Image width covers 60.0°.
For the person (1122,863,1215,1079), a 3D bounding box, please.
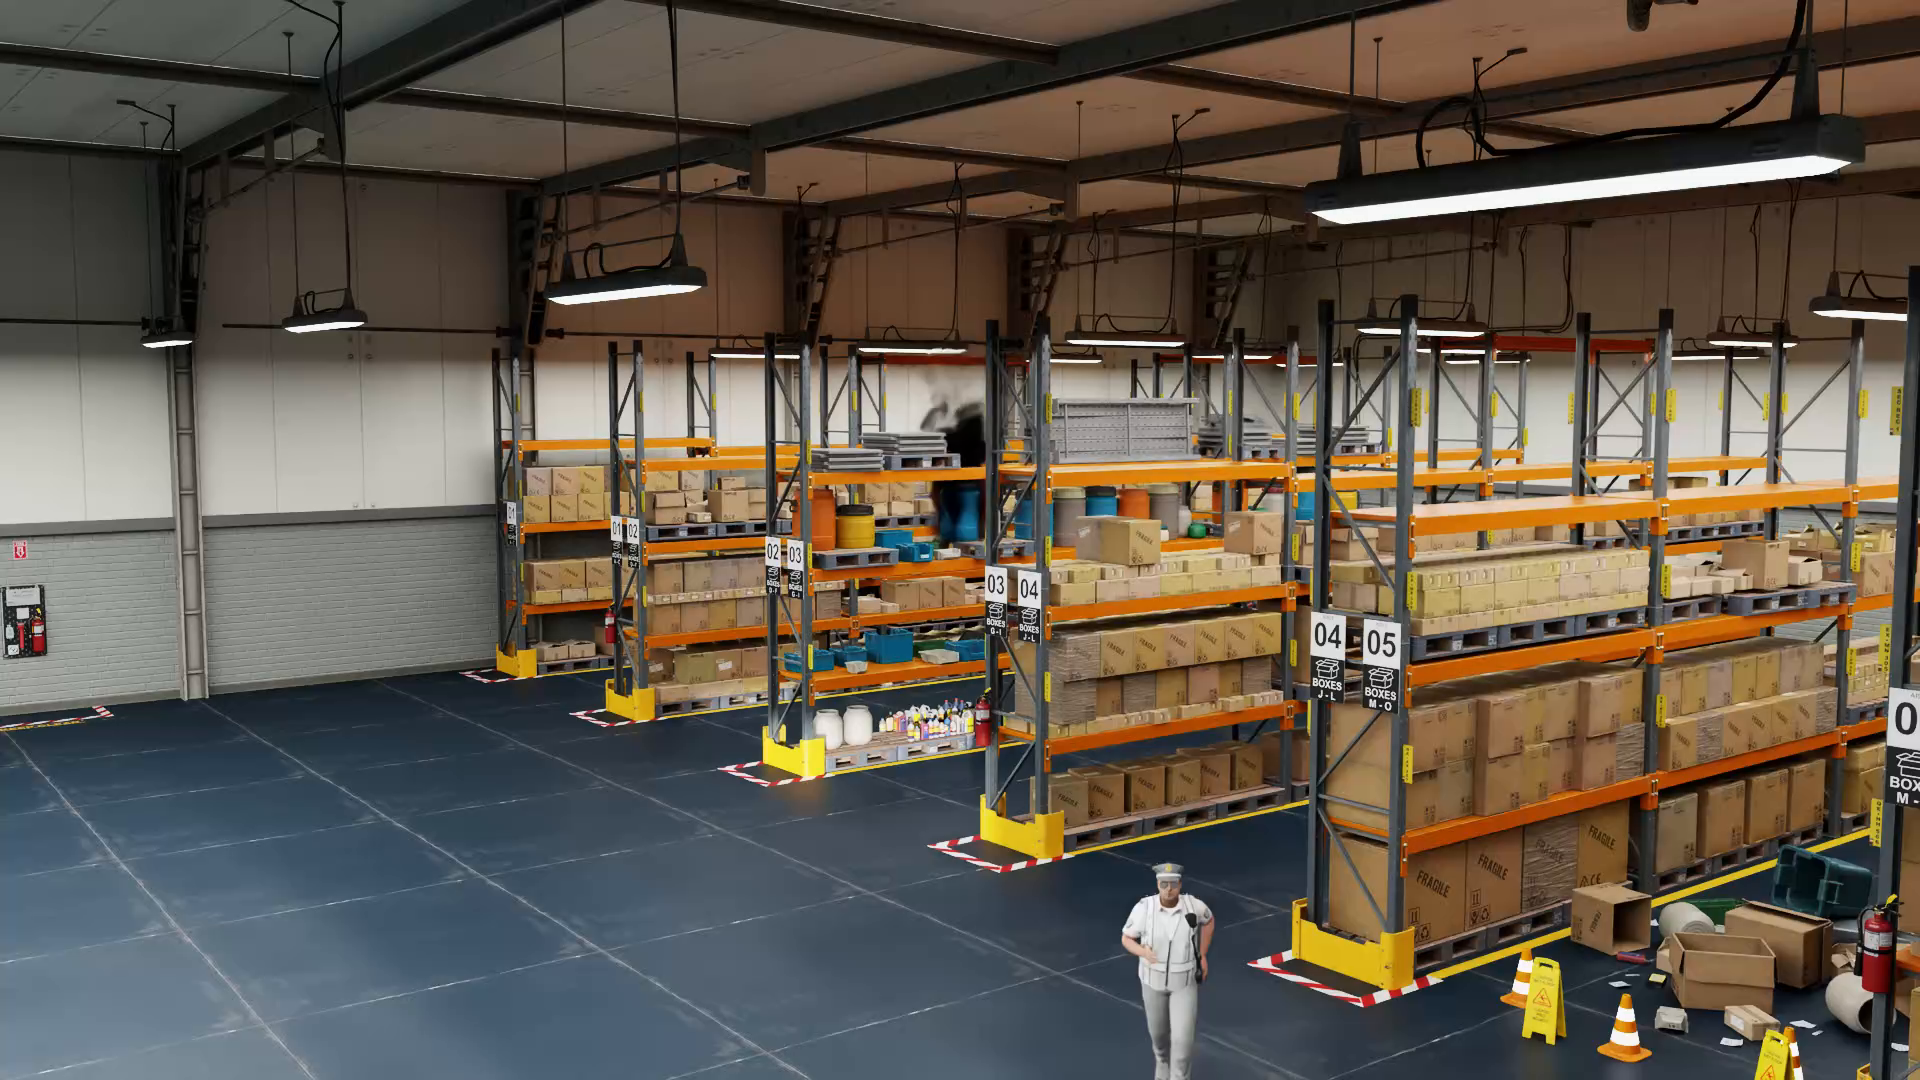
[{"bbox_3d":[1.502,3.213,12.073,0.653,1.820,0.892,1,5,12],"label":"person"}]
